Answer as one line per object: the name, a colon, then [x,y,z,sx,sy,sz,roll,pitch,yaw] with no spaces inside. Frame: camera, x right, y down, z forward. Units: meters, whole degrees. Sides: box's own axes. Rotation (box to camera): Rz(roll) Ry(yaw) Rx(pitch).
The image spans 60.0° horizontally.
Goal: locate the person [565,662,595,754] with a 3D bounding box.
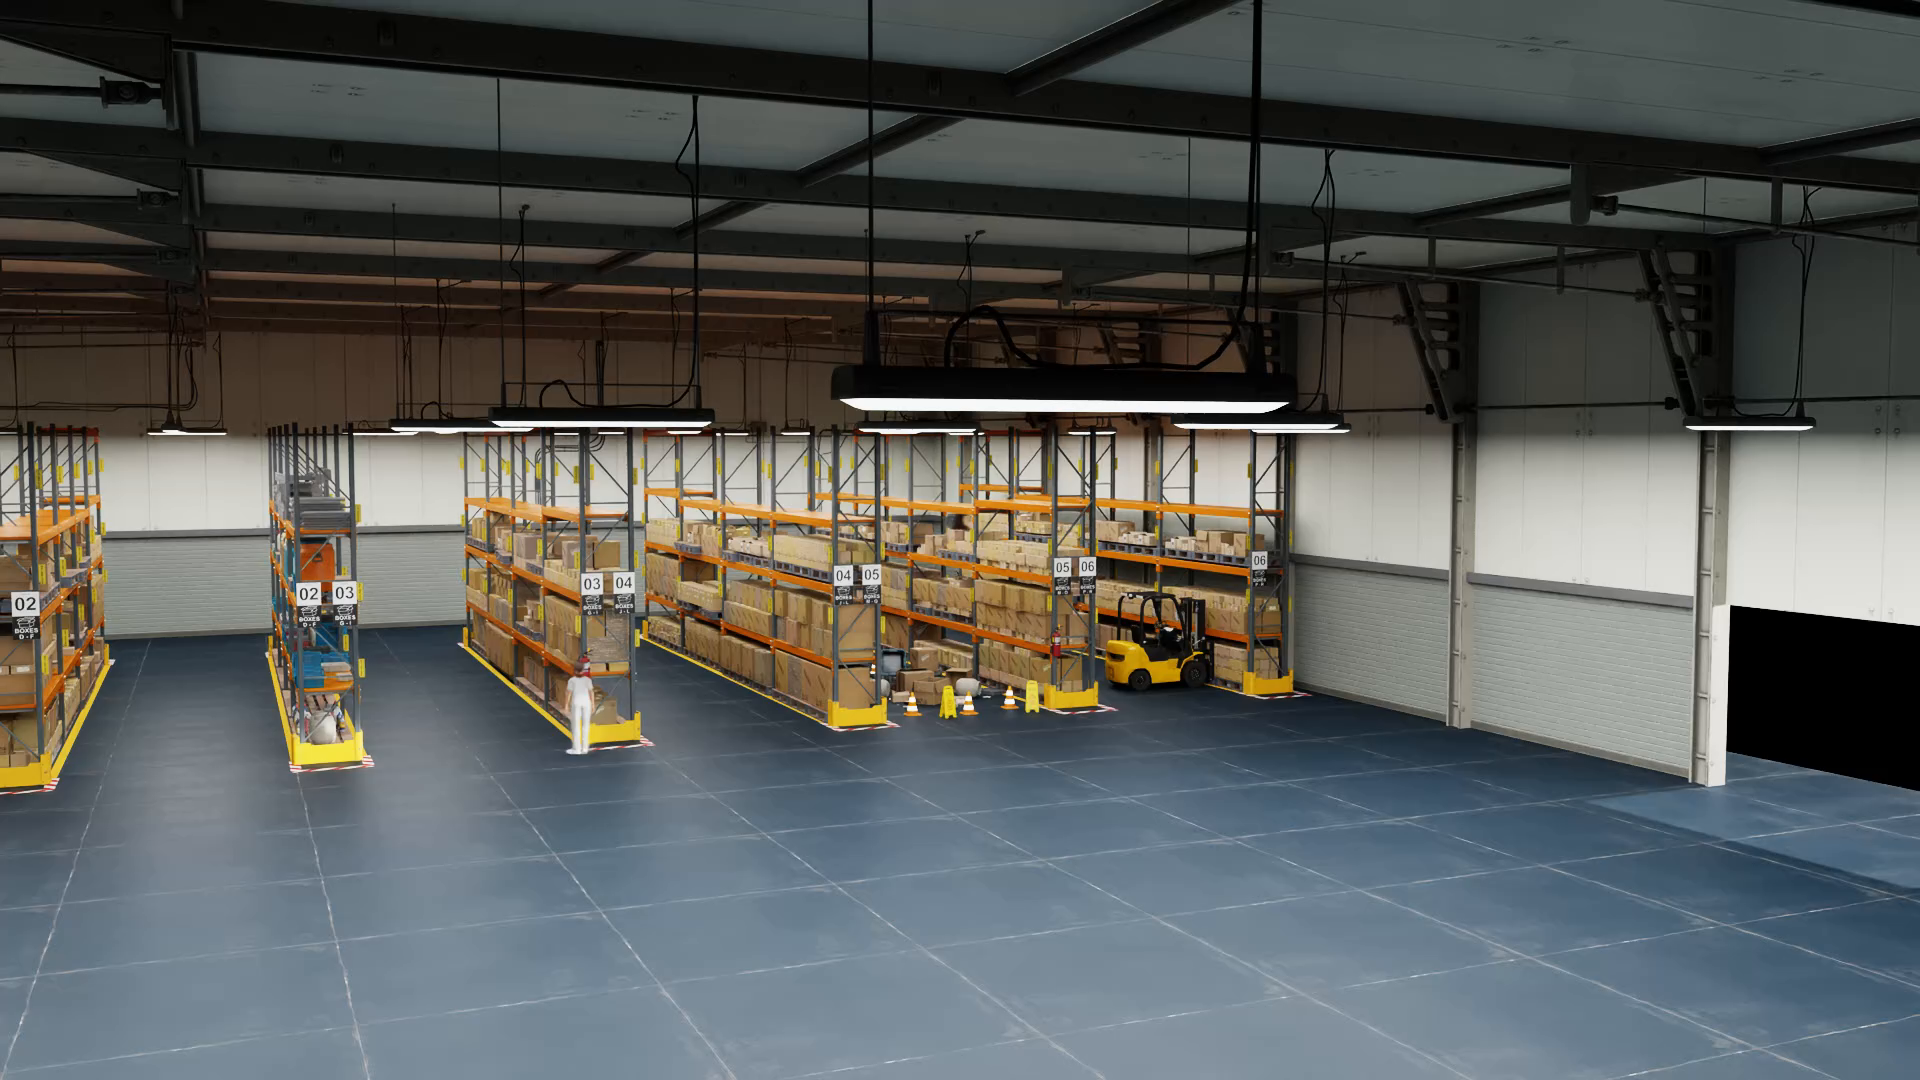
person: [-6.892,3.052,30.128,0.532,1.708,0.373,-1,4,-14]
